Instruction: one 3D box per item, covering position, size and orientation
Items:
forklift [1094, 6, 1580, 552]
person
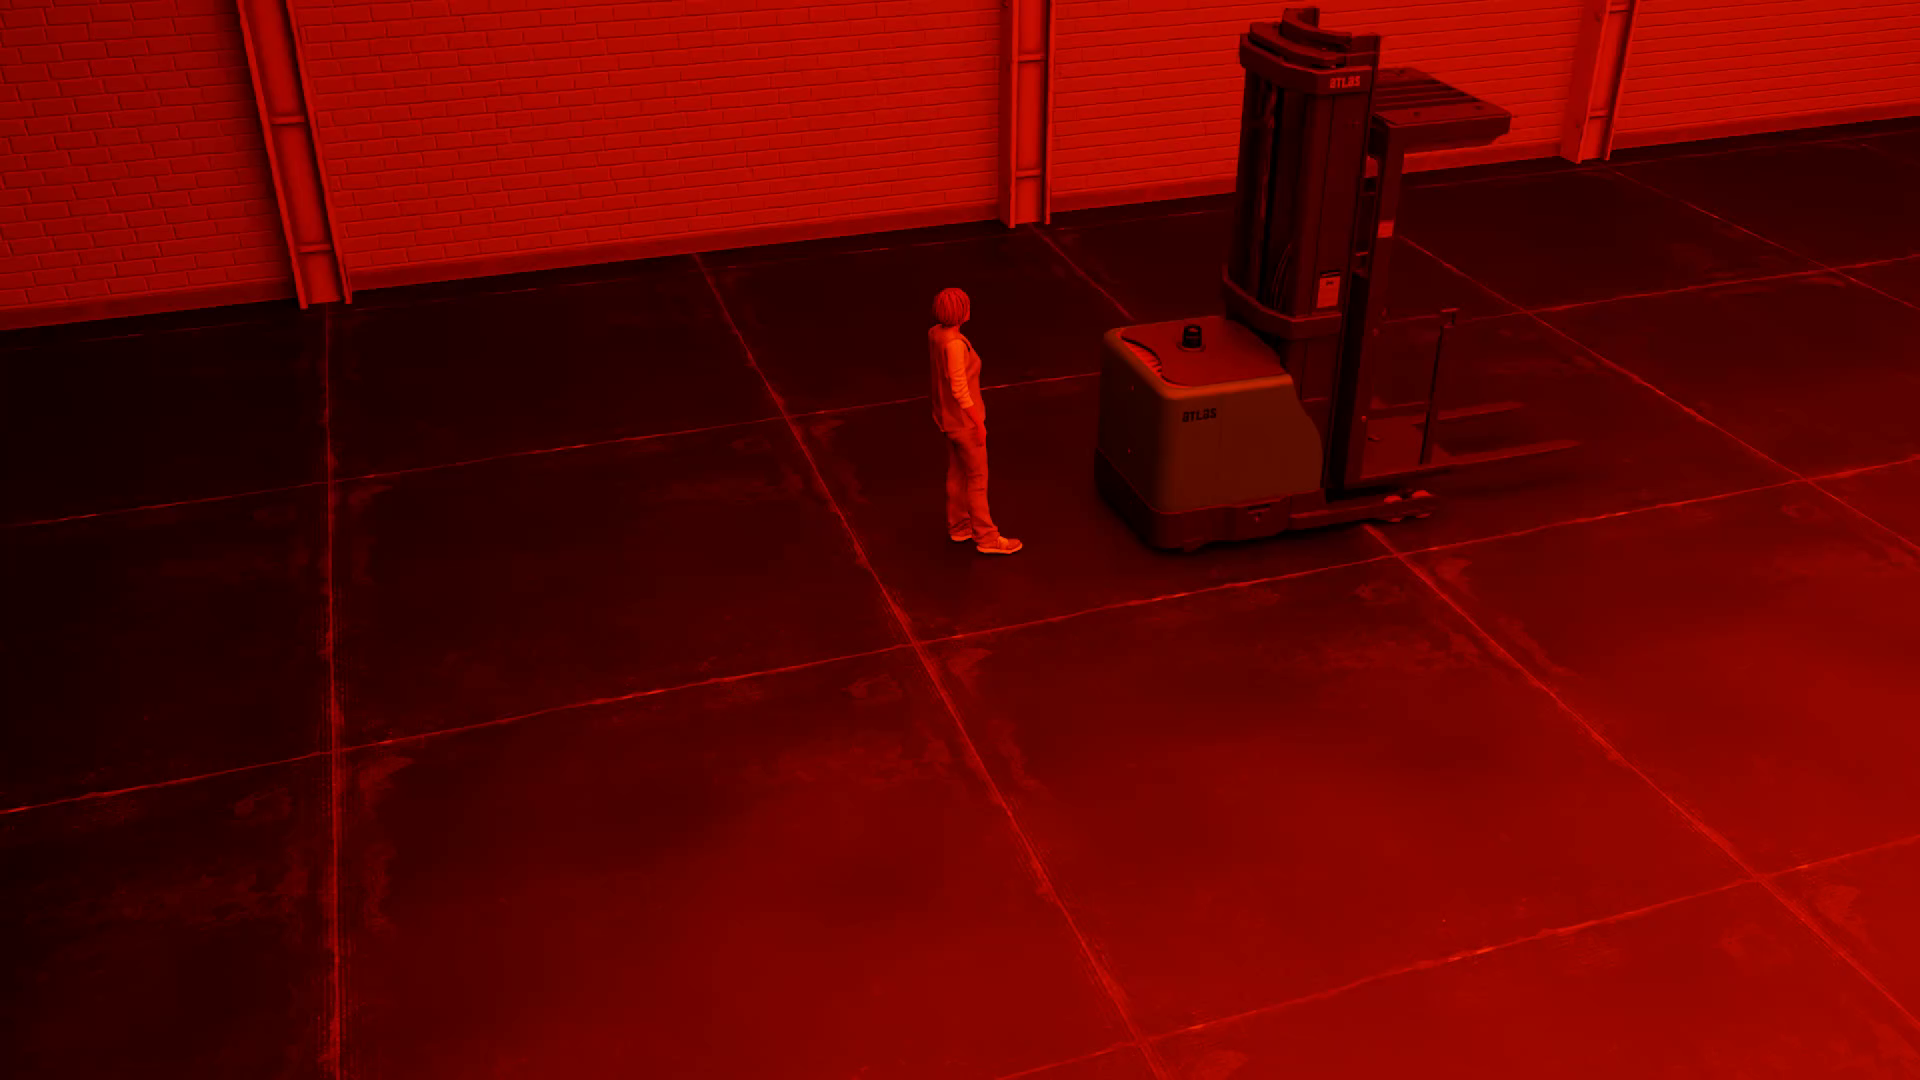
[{"bbox_3d":[2.426,-1.619,9.901,3.031,2.935,1.130,-9,31,-15],"label":"forklift"},{"bbox_3d":[0.075,-0.694,9.639,0.473,1.577,0.521,-10,31,-16],"label":"person"}]
